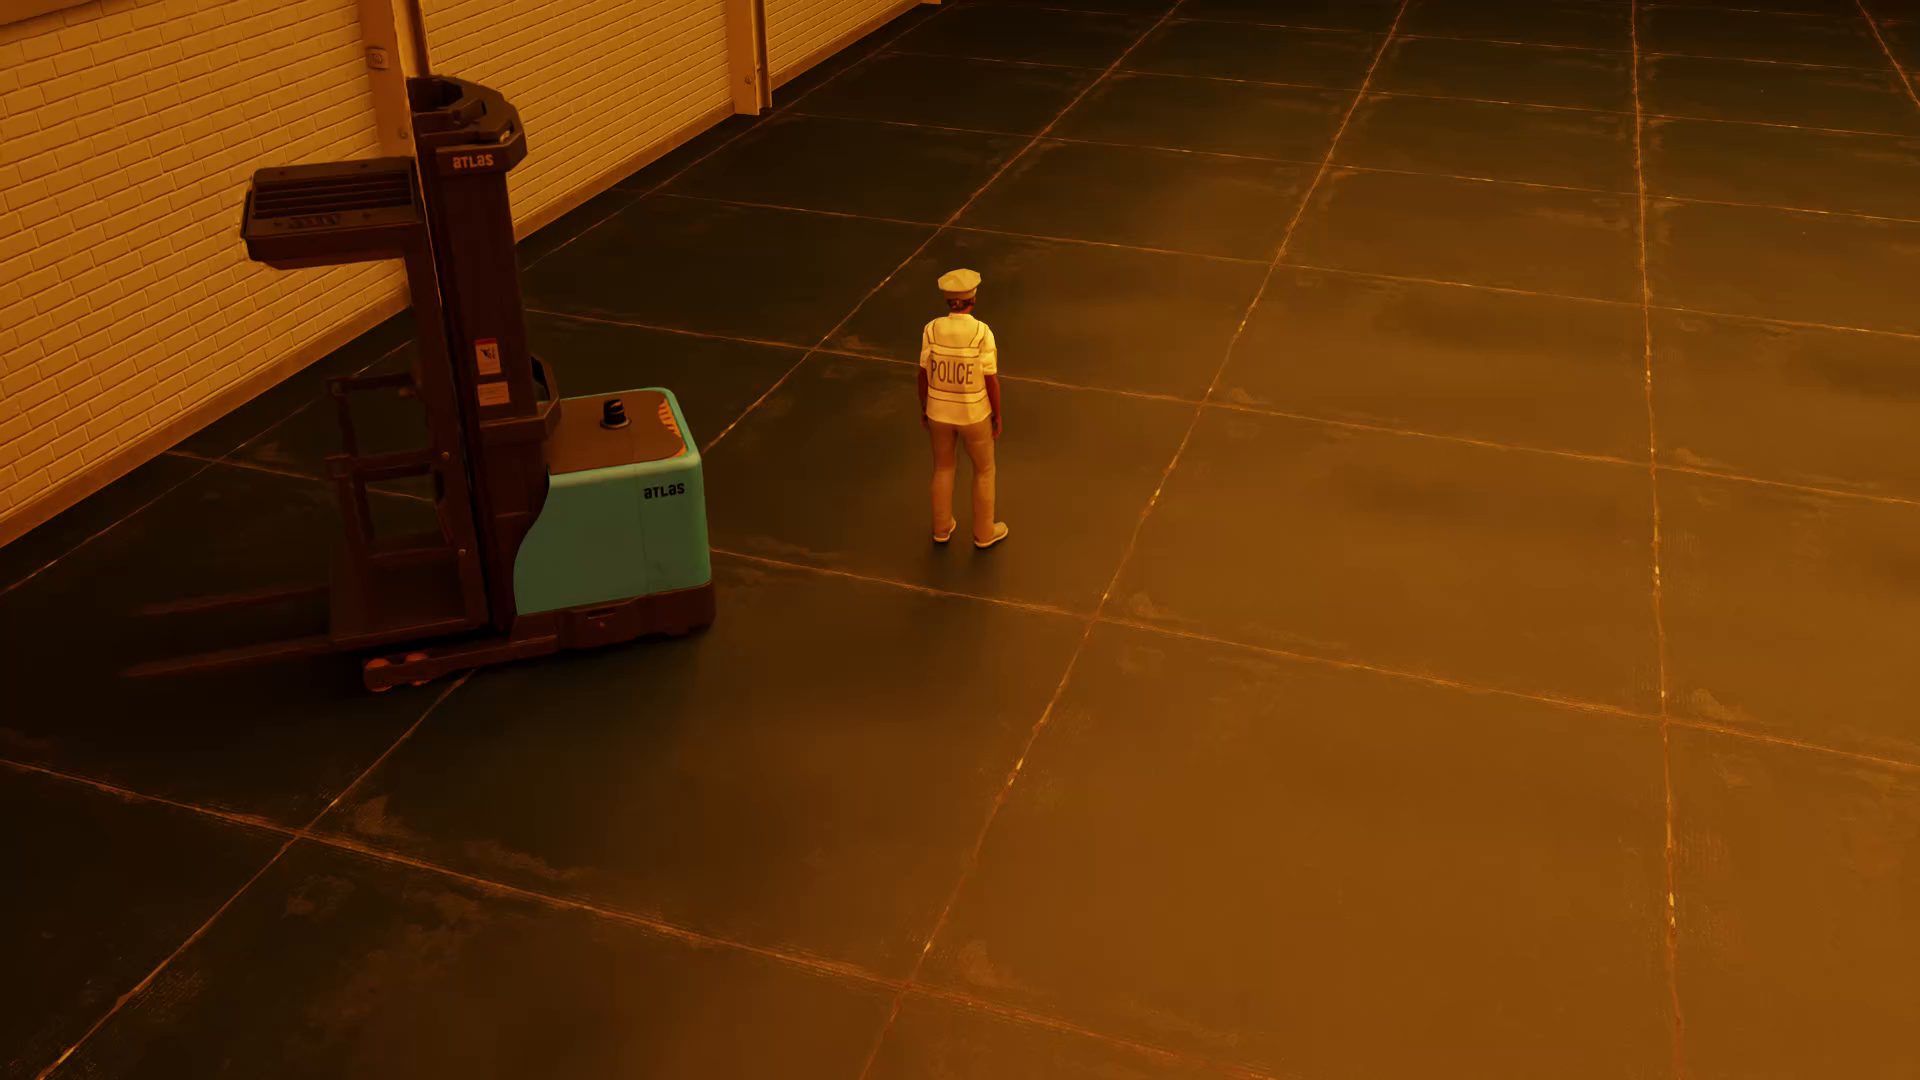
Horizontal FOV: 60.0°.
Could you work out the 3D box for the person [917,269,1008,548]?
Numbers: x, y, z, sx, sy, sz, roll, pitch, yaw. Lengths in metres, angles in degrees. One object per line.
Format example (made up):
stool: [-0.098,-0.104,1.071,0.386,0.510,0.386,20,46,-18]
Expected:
person: [0.012,-0.736,9.716,0.513,1.657,0.393,9,31,15]

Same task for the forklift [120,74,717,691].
forklift: [-2.923,-0.775,8.495,3.031,2.935,1.130,-9,31,-16]
